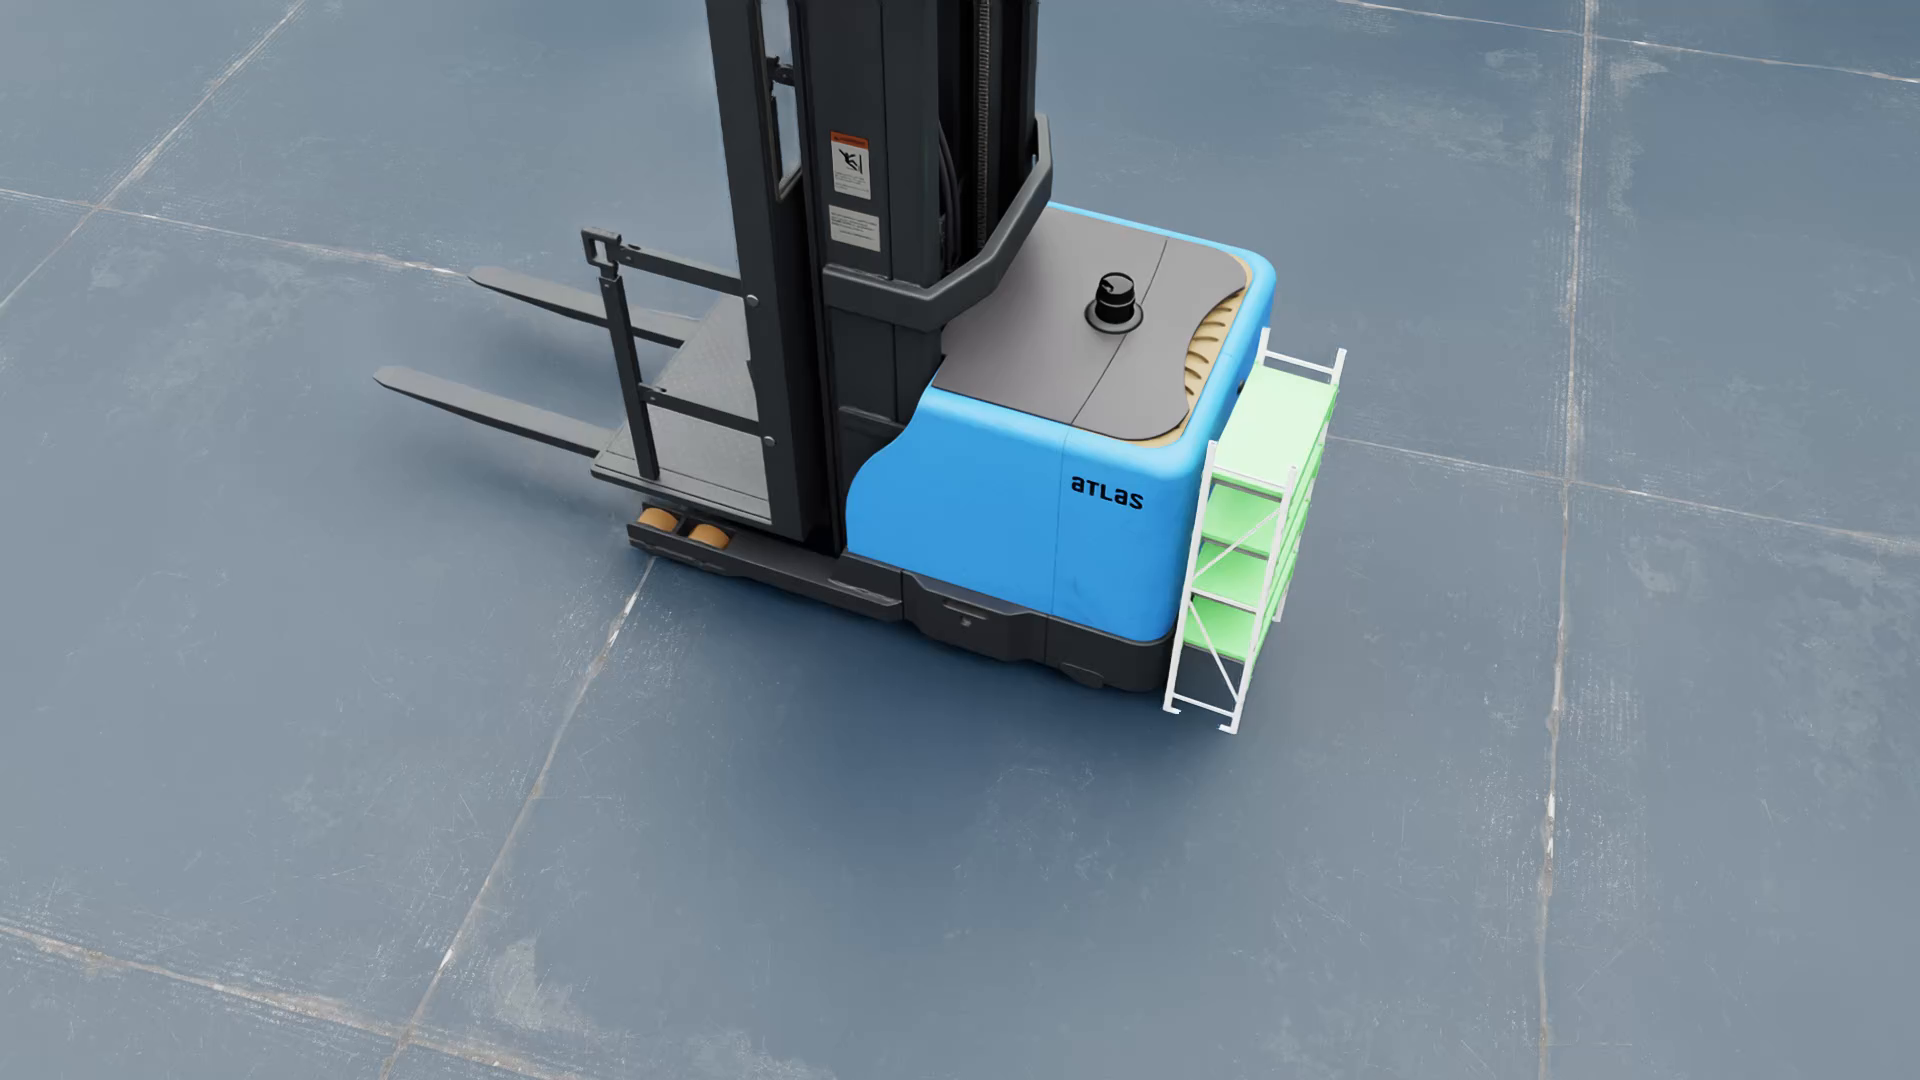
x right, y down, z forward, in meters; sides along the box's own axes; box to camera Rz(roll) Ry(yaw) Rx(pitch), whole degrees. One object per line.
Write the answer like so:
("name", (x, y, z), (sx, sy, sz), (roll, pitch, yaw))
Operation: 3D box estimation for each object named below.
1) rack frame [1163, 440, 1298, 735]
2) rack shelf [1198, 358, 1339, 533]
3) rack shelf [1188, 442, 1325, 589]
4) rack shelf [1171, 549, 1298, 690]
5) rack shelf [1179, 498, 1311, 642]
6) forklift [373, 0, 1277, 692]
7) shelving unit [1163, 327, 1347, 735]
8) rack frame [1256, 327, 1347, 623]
("rack frame", (0.761, 0.174, 4.795), (0.240, 1.200, 0.015), (18, 51, 15))
("rack shelf", (0.861, -0.269, 4.630), (0.258, 0.148, 0.480), (18, 51, 15))
("rack shelf", (0.859, -0.110, 4.811), (0.258, 0.148, 0.480), (18, 51, 15))
("rack shelf", (0.856, 0.206, 5.172), (0.258, 0.148, 0.480), (18, 51, 15))
("rack shelf", (0.858, 0.048, 4.991), (0.258, 0.148, 0.480), (18, 51, 15))
("forklift", (-0.584, -1.212, 4.865), (3.031, 2.935, 1.130), (17, 51, 14))
("shelving unit", (0.858, 0.006, 4.943), (0.258, 1.200, 0.503), (18, 51, 15))
("rack frame", (0.955, -0.162, 5.091), (0.240, 1.200, 0.015), (18, 51, 15))
